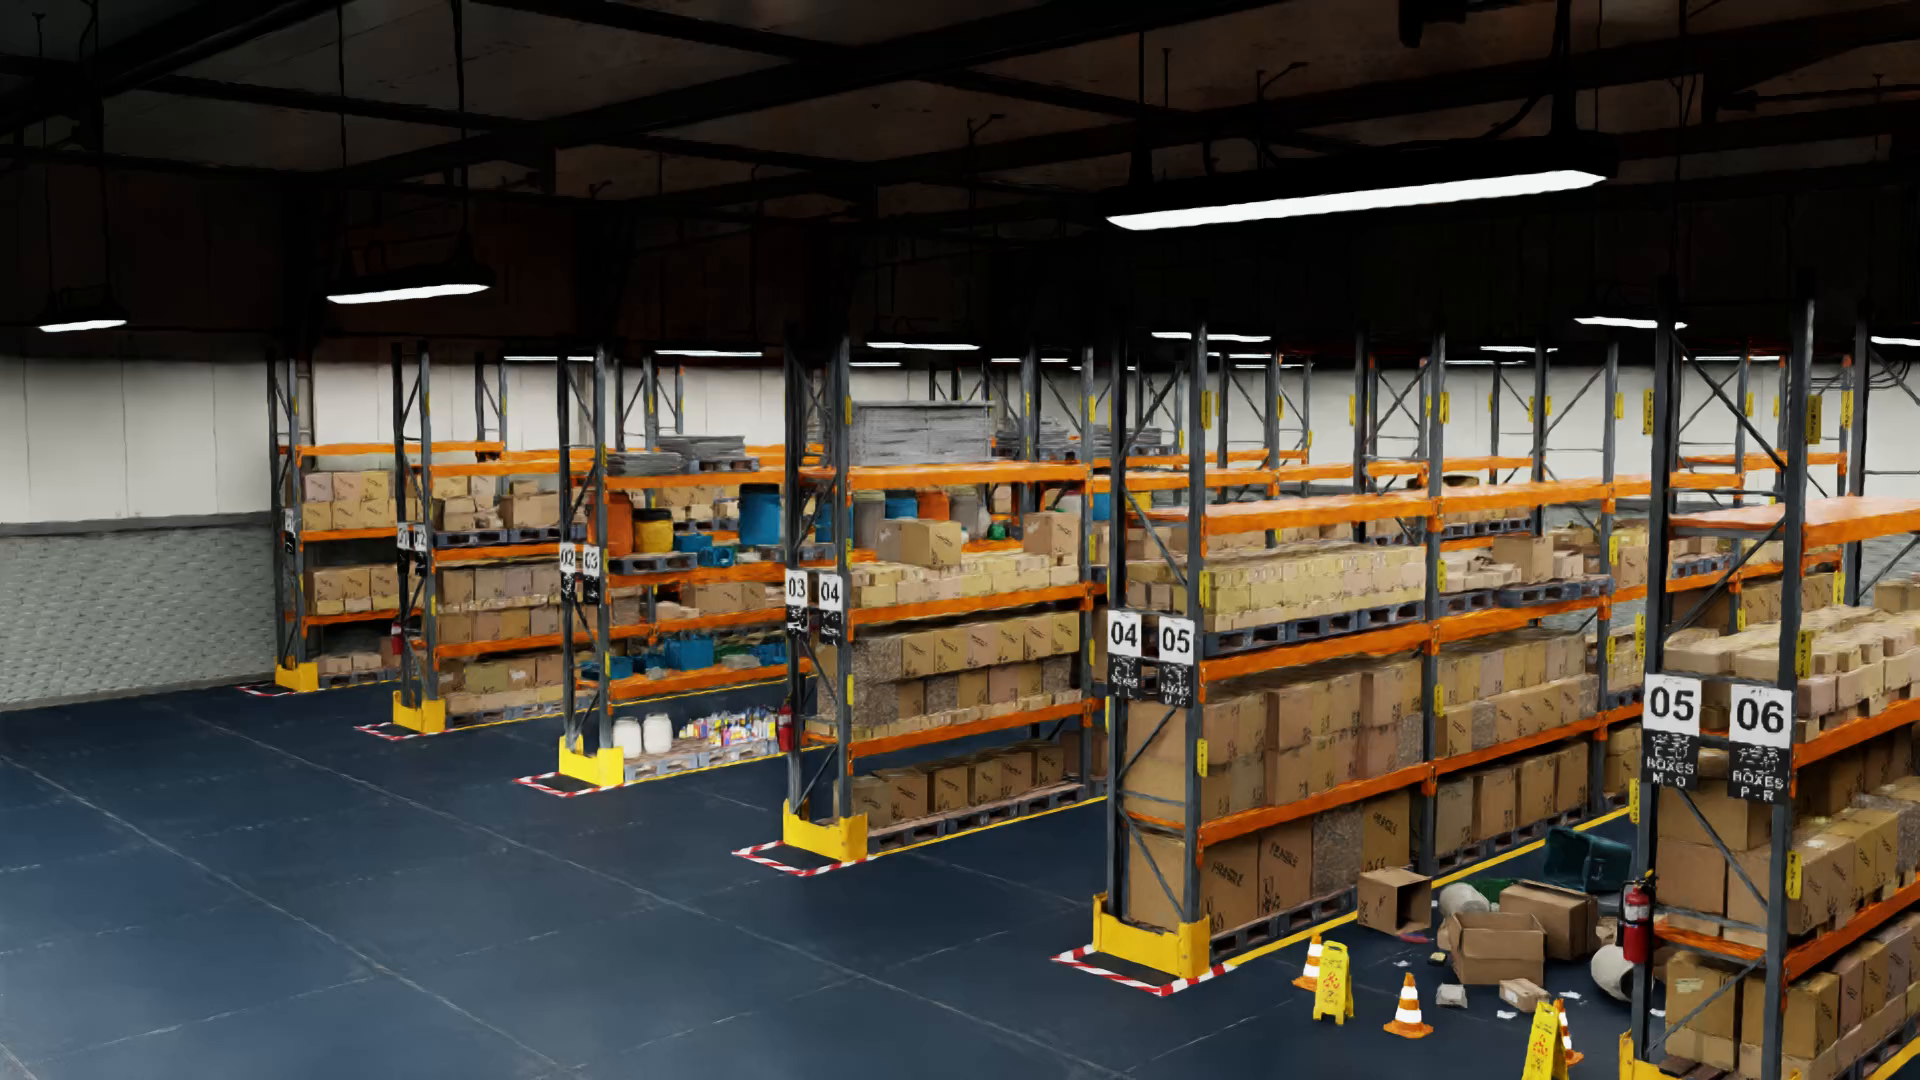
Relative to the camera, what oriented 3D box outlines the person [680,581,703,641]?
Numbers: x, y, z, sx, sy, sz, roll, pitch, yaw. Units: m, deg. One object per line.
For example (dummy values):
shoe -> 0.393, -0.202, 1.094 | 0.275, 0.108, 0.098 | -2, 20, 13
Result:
person -> -5.262, 1.561, 32.667 | 0.430, 1.539, 0.949 | 5, 7, 45
